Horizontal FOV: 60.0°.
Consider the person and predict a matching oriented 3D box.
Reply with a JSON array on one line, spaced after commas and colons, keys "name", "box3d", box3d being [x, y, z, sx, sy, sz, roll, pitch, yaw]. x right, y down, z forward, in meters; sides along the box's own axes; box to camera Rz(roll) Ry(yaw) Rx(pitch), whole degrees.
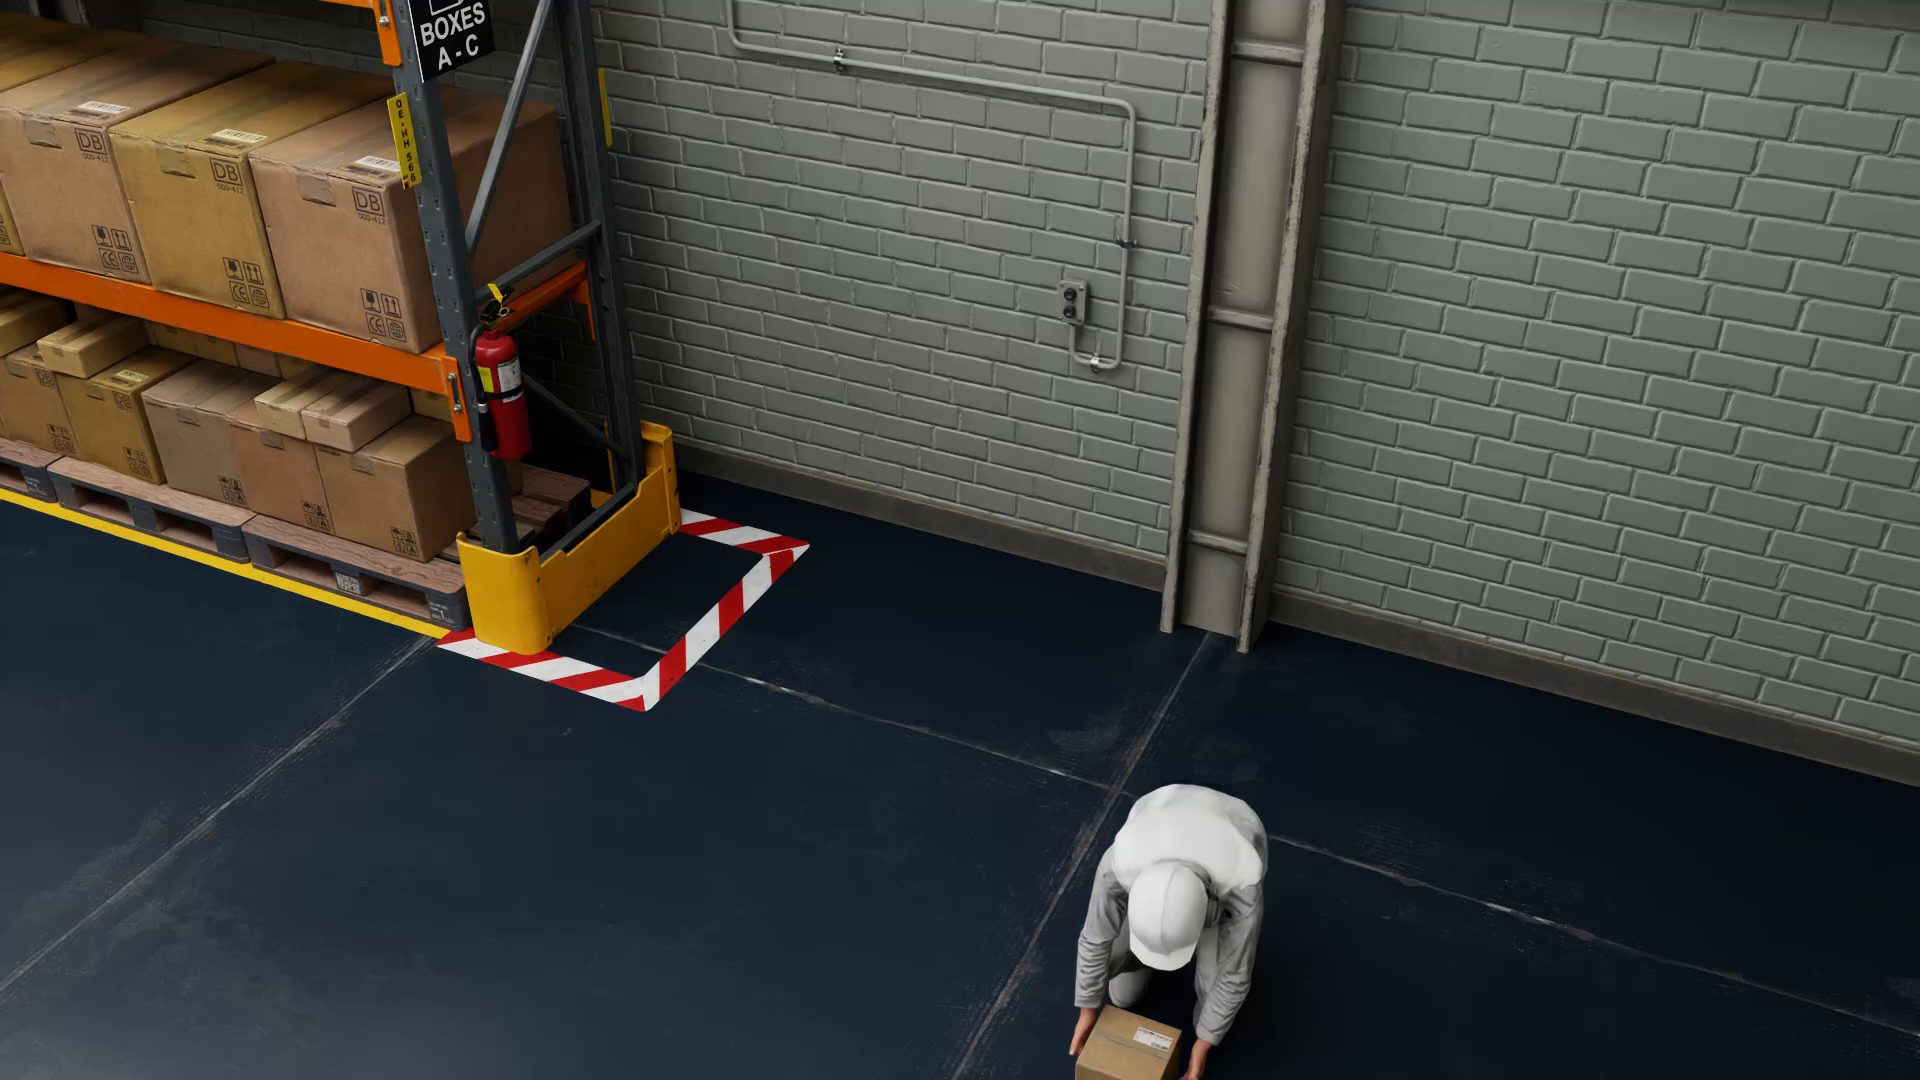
[{"name": "person", "box3d": [0.676, 1.155, 5.091, 0.541, 0.984, 0.905, 14, 36, 20]}]
